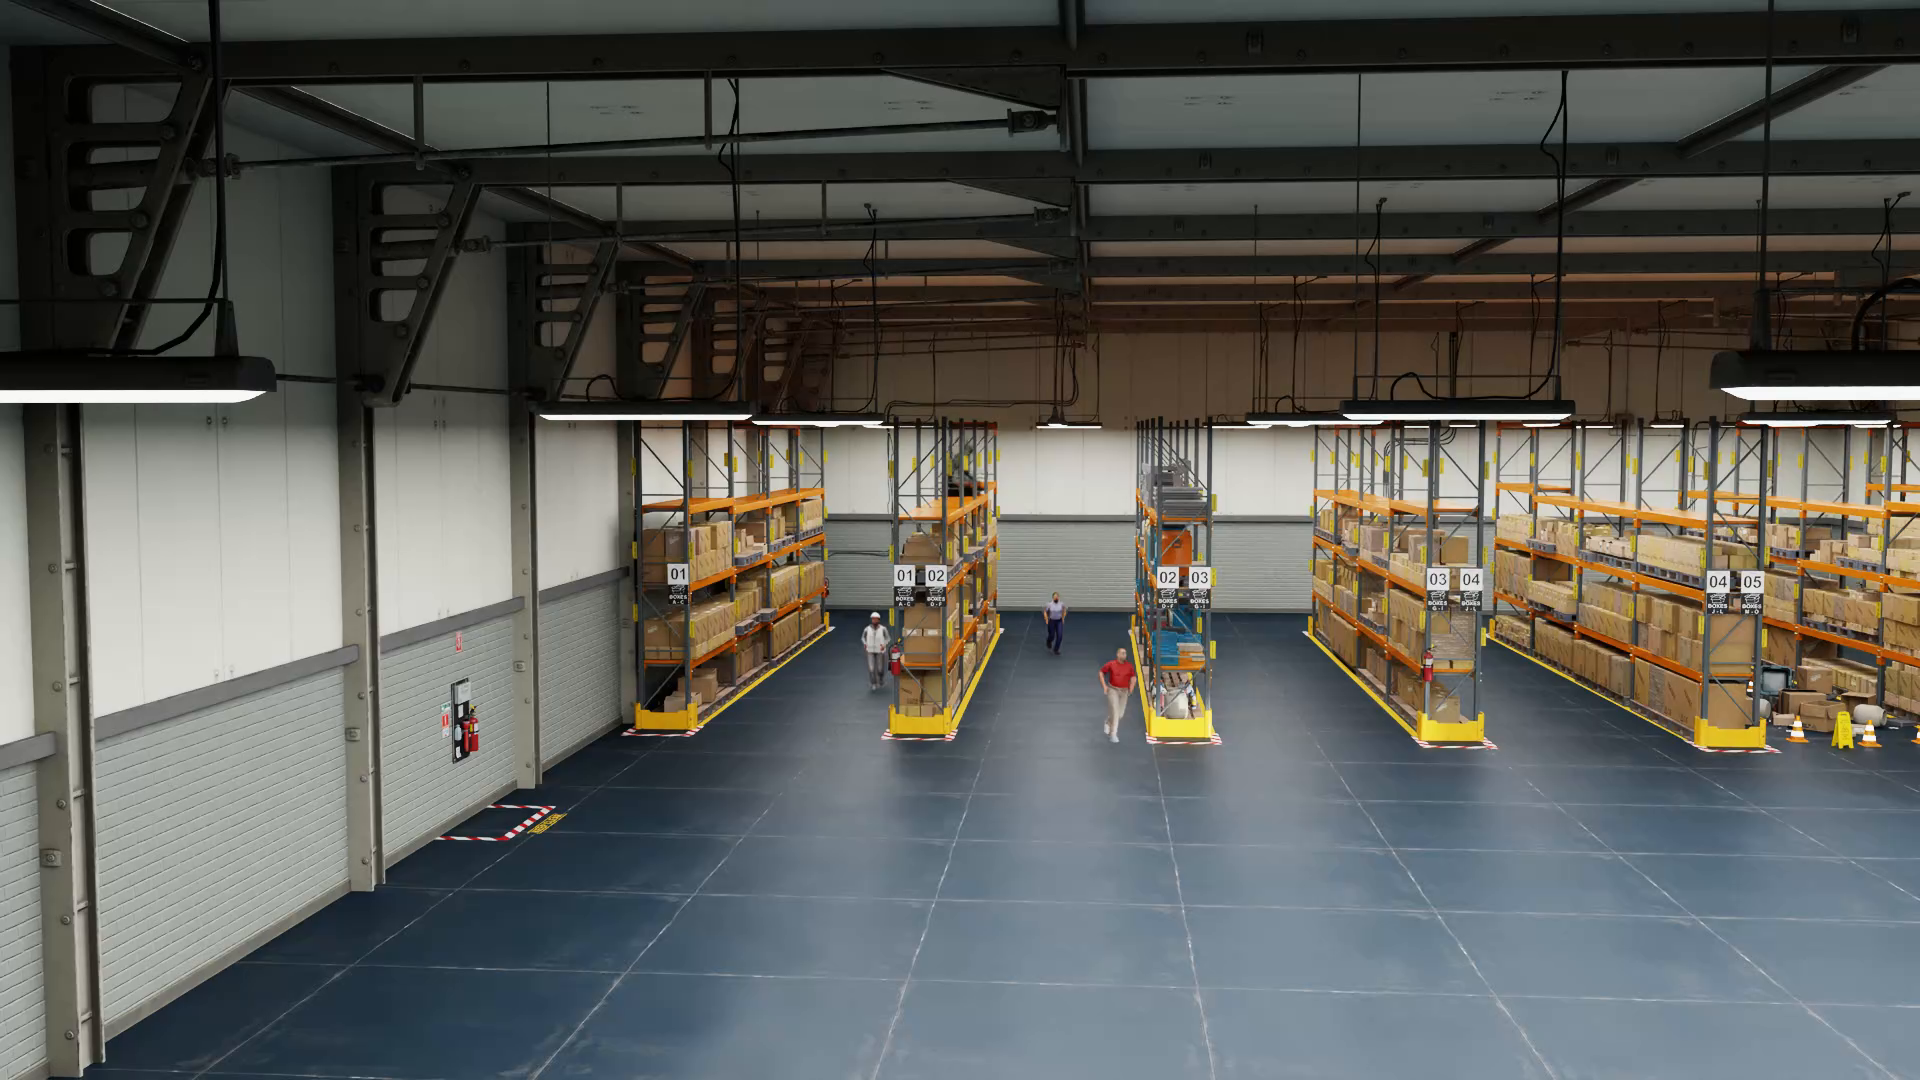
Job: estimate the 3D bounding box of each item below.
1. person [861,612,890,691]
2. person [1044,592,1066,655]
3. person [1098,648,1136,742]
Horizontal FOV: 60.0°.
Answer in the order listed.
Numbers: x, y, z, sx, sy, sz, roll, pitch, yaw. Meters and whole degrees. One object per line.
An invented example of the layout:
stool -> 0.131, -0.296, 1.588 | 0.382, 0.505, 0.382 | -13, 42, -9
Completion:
person -> -1.875, 2.460, 36.781 | 0.657, 1.721, 0.612 | 0, 4, 3
person -> 2.447, 2.138, 42.858 | 0.593, 1.600, 0.586 | -1, 4, -8
person -> 2.944, 2.866, 31.002 | 0.703, 1.708, 0.750 | -1, 4, -18
